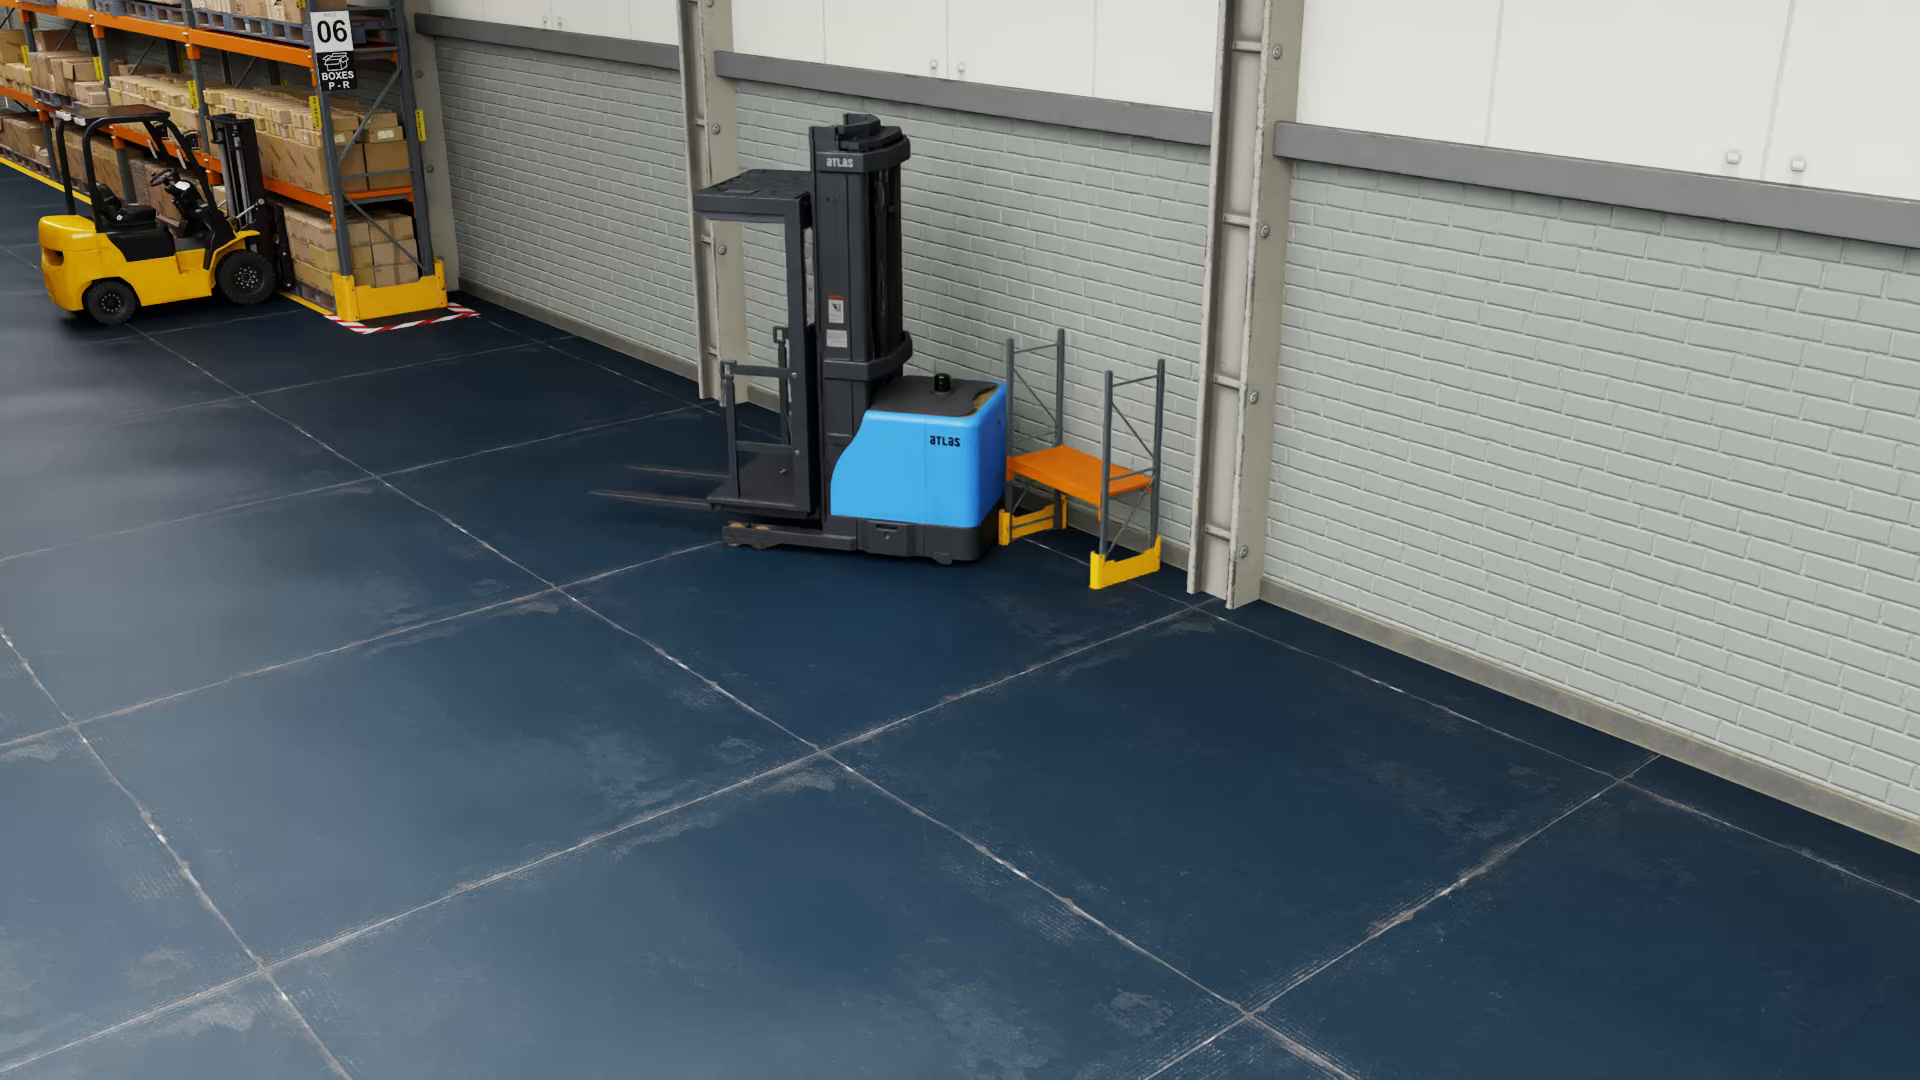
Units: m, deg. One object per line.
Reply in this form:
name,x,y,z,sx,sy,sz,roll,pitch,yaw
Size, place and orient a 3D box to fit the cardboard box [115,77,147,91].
cardboard box,-11.367,-6.271,22.854,0.380,0.149,0.250,-17,27,-36

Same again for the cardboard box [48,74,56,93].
cardboard box,-13.522,-6.917,25.138,0.396,0.266,0.258,-16,26,-35

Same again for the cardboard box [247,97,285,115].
cardboard box,-8.032,-5.040,19.304,0.380,0.149,0.250,-18,27,-38

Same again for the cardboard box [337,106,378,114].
cardboard box,-6.691,-4.724,18.498,0.380,0.149,0.250,-17,27,-36

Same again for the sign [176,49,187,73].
sign,-11.109,-6.826,23.711,0.100,0.325,0.005,-17,27,-37

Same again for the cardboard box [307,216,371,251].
cardboard box,-6.842,-3.377,18.317,0.500,0.250,0.500,-16,27,-36

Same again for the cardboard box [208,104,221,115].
cardboard box,-8.907,-5.246,20.239,0.380,0.149,0.250,-18,28,-38

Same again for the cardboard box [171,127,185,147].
cardboard box,-9.775,-5.193,21.336,0.500,0.250,0.500,-18,27,-38

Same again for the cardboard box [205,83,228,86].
cardboard box,-9.943,-5.978,22.106,0.380,0.149,0.250,-17,27,-37

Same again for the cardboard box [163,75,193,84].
cardboard box,-10.783,-6.329,23.003,0.380,0.149,0.250,-17,27,-37

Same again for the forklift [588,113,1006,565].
forklift,-1.198,-1.476,11.734,3.031,2.935,1.130,6,22,14

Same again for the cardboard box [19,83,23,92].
cardboard box,-15.062,-7.382,27.062,0.380,0.149,0.250,-17,27,-36

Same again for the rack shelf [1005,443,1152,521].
rack shelf,0.832,-0.414,11.477,0.538,0.185,1.000,-15,26,-34

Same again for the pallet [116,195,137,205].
pallet,-11.986,-5.070,24.640,1.003,0.211,1.213,-17,27,-37

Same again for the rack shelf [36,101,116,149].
rack shelf,-12.832,-6.371,25.124,1.077,0.370,4.000,-17,27,-37

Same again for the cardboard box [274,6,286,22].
cardboard box,-7.076,-5.622,17.743,0.380,0.149,0.250,-18,28,-39

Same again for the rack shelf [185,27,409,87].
rack shelf,-7.610,-5.558,18.934,1.077,0.370,4.000,-17,27,-37

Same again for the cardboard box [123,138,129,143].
cardboard box,-12.516,-6.050,25.280,0.380,0.149,0.250,-17,27,-37

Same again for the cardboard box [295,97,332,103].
cardboard box,-7.526,-5.080,19.408,0.380,0.149,0.250,-16,27,-36

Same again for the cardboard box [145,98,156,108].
cardboard box,-10.416,-5.713,21.978,0.500,0.250,0.500,-17,27,-37

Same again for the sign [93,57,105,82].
sign,-11.932,-6.524,23.049,0.100,0.325,0.005,-17,27,-37

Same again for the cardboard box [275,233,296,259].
cardboard box,-7.532,-3.430,19.138,0.500,0.250,0.500,-18,28,-39

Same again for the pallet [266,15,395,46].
pallet,-6.747,-5.500,17.923,1.003,0.211,1.213,-17,27,-37

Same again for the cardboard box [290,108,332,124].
cardboard box,-7.180,-4.692,18.417,0.380,0.149,0.250,-17,27,-37

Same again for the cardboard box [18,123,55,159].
cardboard box,-15.215,-6.672,27.757,0.700,0.500,0.500,-19,28,-39

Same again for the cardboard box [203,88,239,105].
cardboard box,-8.933,-5.377,20.165,0.380,0.149,0.250,-17,27,-36

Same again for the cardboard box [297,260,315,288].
cardboard box,-7.168,-3.053,18.860,0.500,0.250,0.500,-17,27,-37

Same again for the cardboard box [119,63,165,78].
cardboard box,-11.744,-6.575,23.945,0.500,0.500,0.500,-16,26,-35

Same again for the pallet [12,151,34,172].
pallet,-15.386,-6.487,28.258,1.003,0.211,1.213,-17,27,-37

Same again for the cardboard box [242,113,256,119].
cardboard box,-8.093,-4.886,19.319,0.380,0.149,0.250,-19,28,-39

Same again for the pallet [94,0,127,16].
pallet,-11.016,-7.296,22.645,1.213,0.211,1.003,-16,26,-35

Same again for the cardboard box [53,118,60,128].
cardboard box,-14.059,-6.583,26.233,0.380,0.149,0.250,-18,28,-38

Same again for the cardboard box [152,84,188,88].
cardboard box,-10.449,-5.941,22.013,0.380,0.149,0.250,-17,27,-37

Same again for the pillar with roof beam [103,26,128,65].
pillar with roof beam,-17.171,-9.434,23.732,9.100,9.000,0.400,-17,27,-37

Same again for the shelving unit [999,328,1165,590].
shelving unit,0.826,-0.584,11.418,0.587,1.500,1.083,-15,26,-34

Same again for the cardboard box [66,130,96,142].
cardboard box,-13.690,-6.304,25.928,0.380,0.149,0.250,-19,28,-40

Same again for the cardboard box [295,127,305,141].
cardboard box,-7.056,-4.471,18.259,0.380,0.149,0.250,-17,27,-36

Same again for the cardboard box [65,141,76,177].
cardboard box,-13.638,-5.958,25.935,0.500,0.500,0.500,-18,28,-38

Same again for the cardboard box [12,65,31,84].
cardboard box,-14.993,-7.545,26.932,0.500,0.250,0.500,-17,27,-37

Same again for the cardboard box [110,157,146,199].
cardboard box,-11.966,-5.251,24.129,0.500,0.500,0.500,-16,27,-36

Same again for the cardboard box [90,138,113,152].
cardboard box,-12.885,-5.936,24.990,0.380,0.149,0.250,-19,28,-40

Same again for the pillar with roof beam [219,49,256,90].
pillar with roof beam,-13.254,-7.777,19.500,9.100,9.000,0.400,-17,27,-37

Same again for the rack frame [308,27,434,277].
rack frame,-6.305,-3.943,17.939,1.000,3.000,0.127,-17,27,-37

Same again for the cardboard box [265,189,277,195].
cardboard box,-8.512,-4.077,20.104,0.500,0.250,0.500,-17,27,-37

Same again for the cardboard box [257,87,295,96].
cardboard box,-8.346,-5.440,20.326,0.380,0.149,0.250,-18,28,-39

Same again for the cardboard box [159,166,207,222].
cardboard box,-10.258,-4.703,22.559,0.875,0.625,0.625,-19,28,-40

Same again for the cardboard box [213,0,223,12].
cardboard box,-8.351,-6.162,19.121,0.380,0.149,0.250,-16,27,-36

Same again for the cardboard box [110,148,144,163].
cardboard box,-12.041,-5.563,24.038,0.380,0.149,0.250,-19,28,-40

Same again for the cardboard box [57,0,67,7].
cardboard box,-12.701,-7.841,23.984,0.500,0.250,0.500,-17,27,-37

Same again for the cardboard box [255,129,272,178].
cardboard box,-7.828,-4.487,19.189,0.500,0.500,0.500,-17,27,-37

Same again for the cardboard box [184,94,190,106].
cardboard box,-9.609,-5.586,21.106,0.380,0.149,0.250,-17,27,-37

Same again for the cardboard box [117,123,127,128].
cardboard box,-11.422,-5.903,23.148,0.500,0.250,0.500,-17,27,-37
